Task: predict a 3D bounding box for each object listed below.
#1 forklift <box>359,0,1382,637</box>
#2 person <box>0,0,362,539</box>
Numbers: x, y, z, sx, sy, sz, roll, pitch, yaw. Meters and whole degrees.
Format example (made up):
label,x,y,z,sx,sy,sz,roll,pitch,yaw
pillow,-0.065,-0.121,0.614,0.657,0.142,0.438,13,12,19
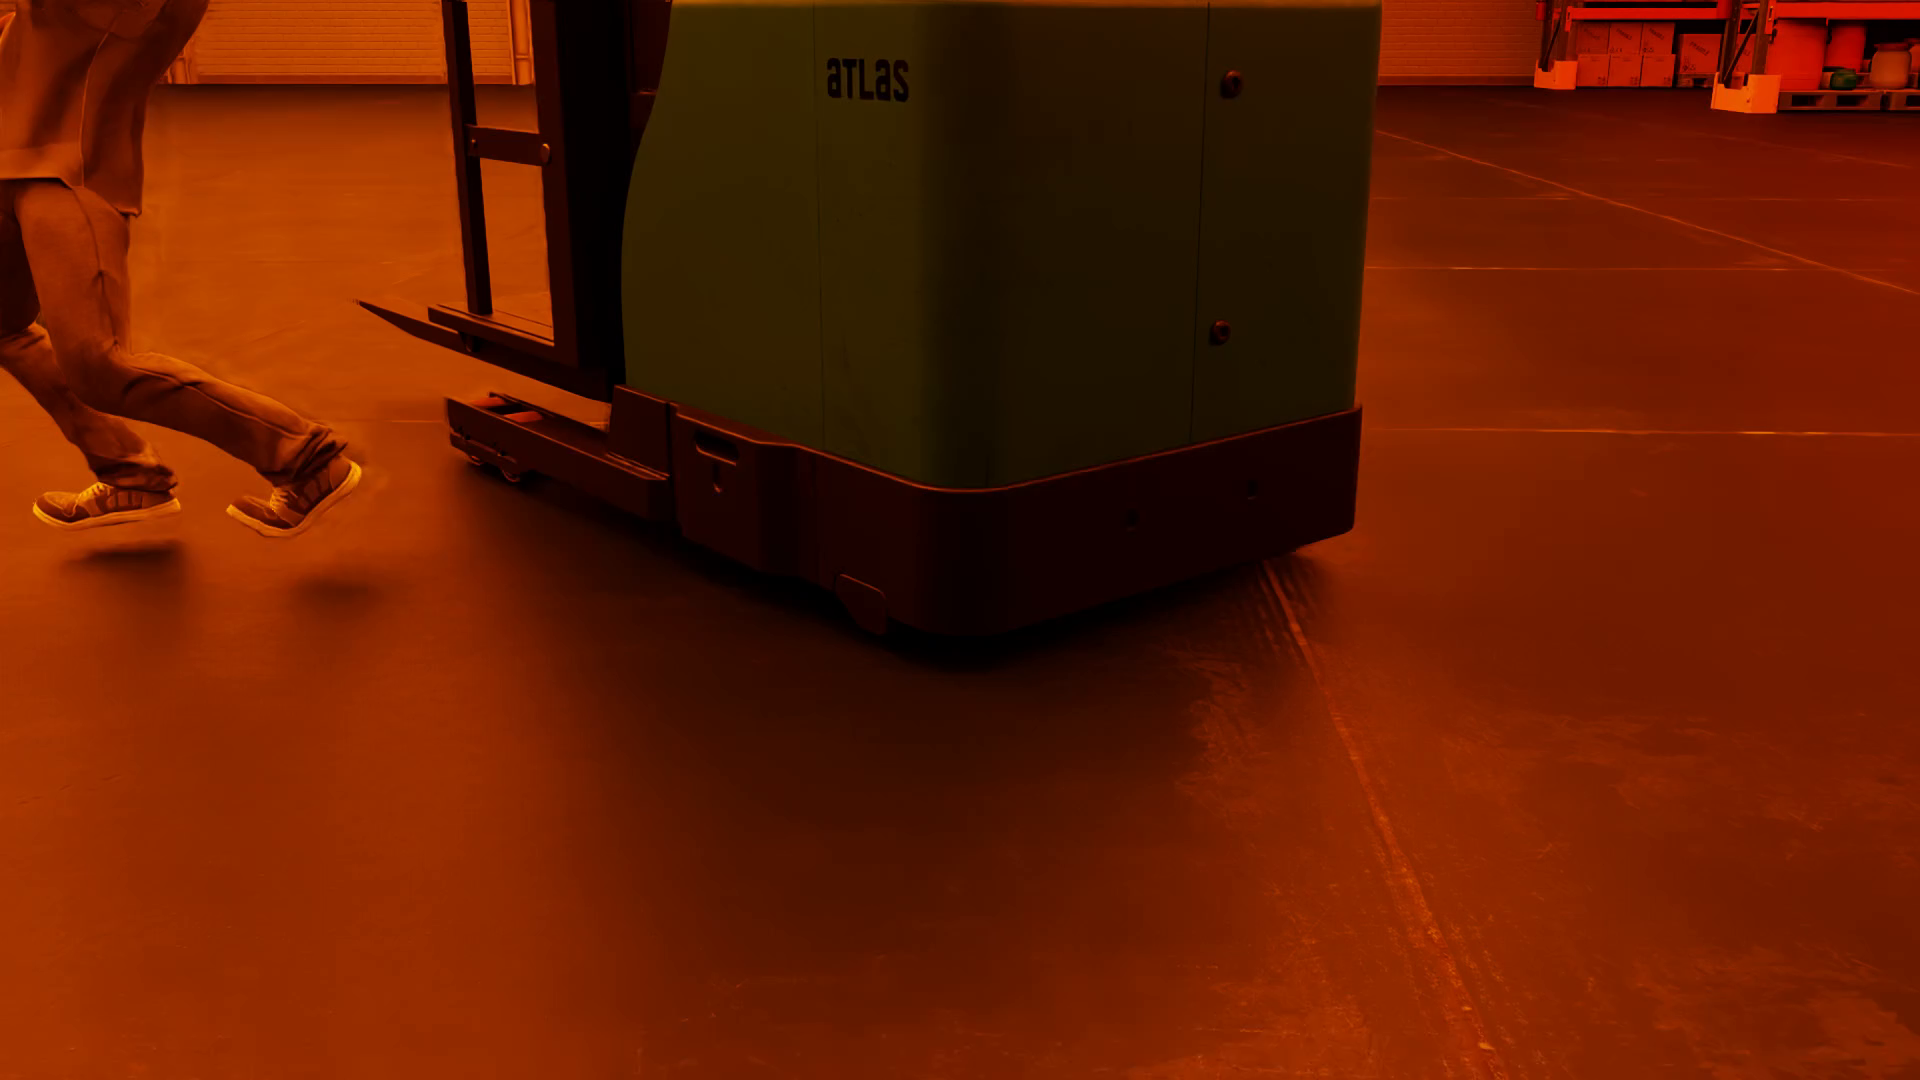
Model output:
label,x,y,z,sx,sy,sz,roll,pitch,yaw
forklift,-0.556,-1.610,3.615,1.130,2.935,3.031,-14,22,-37
person,-1.650,-0.674,3.170,0.676,1.347,0.895,-12,21,-33
